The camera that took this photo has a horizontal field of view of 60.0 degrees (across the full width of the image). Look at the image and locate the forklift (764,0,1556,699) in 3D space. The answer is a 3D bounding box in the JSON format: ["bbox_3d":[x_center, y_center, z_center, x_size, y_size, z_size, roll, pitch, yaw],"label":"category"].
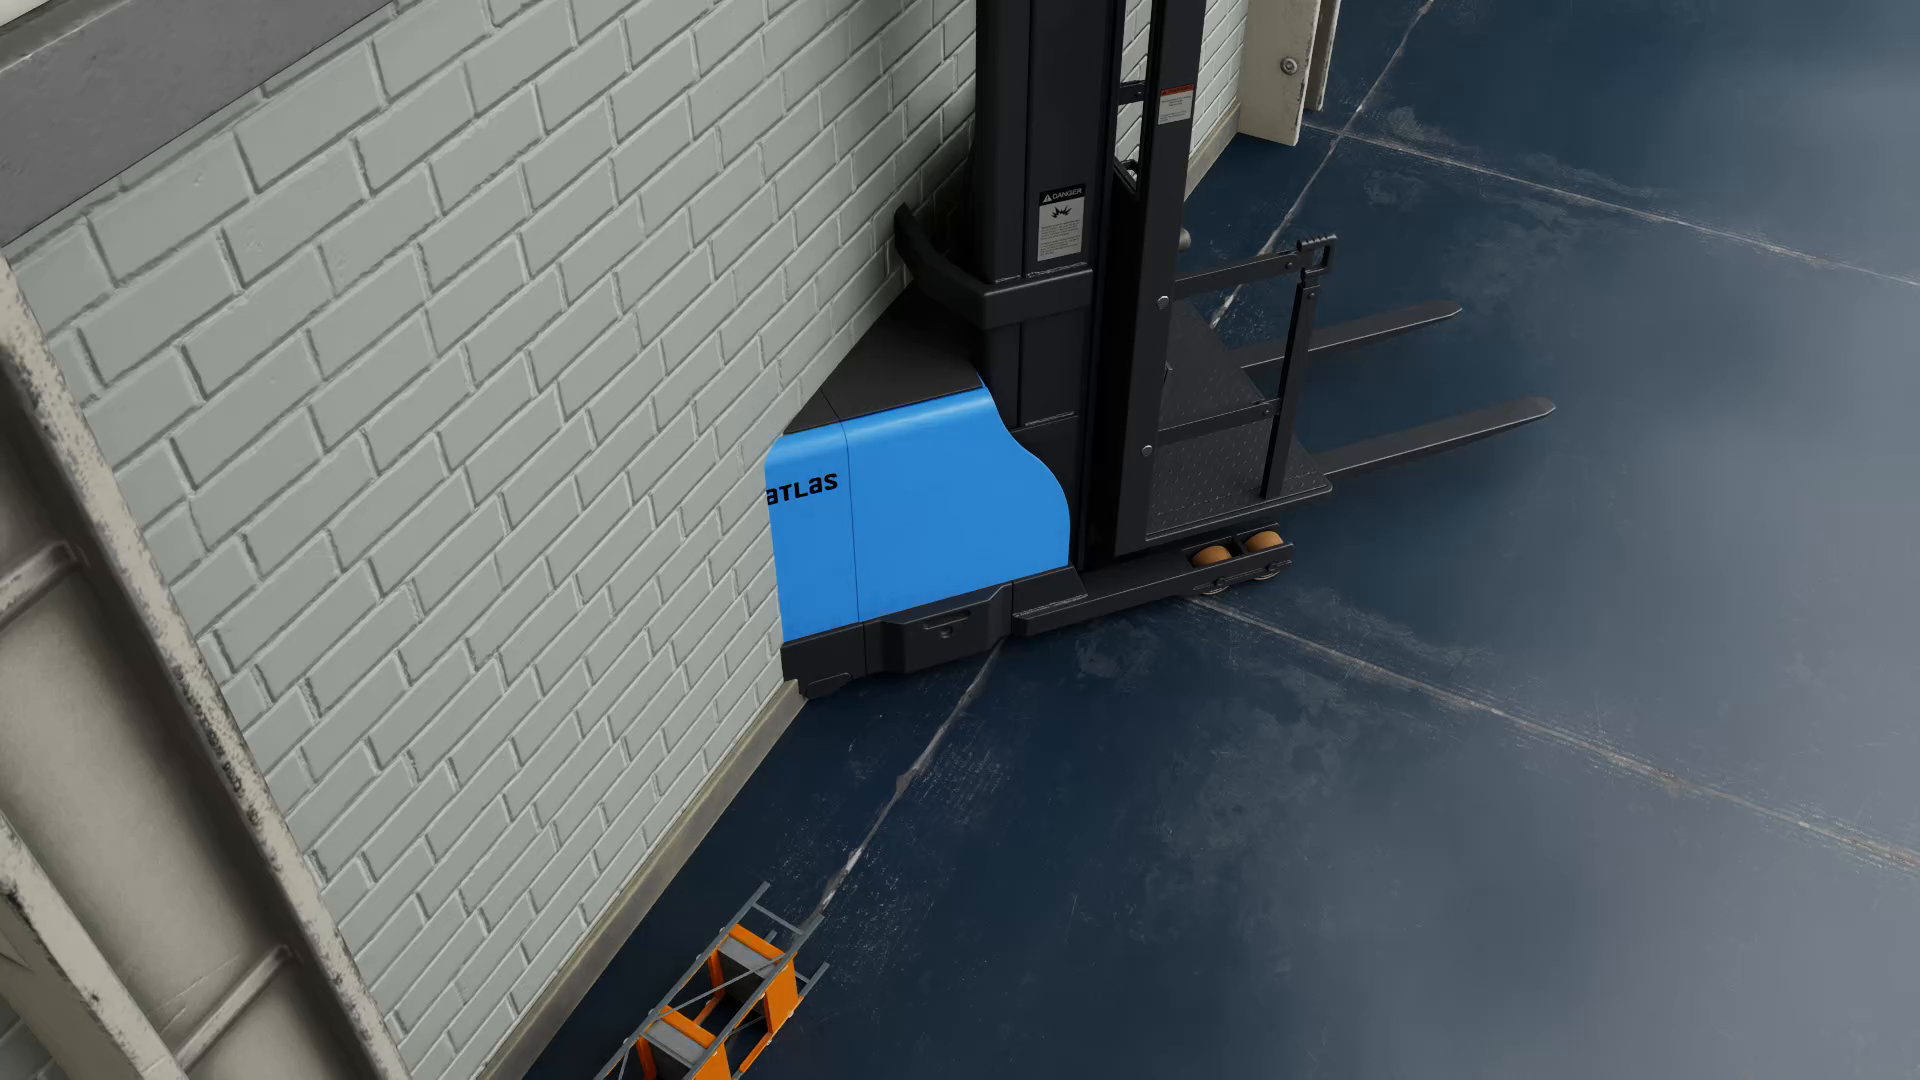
[{"bbox_3d":[0.584,-1.186,4.862,3.031,2.935,1.130,-15,47,-14],"label":"forklift"}]

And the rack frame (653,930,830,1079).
[{"bbox_3d":[-0.732,1.444,4.313,0.200,0.008,1.050,25,50,23],"label":"rack frame"}]

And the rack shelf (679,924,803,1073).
[{"bbox_3d":[-0.581,1.196,4.386,0.215,0.240,0.259,25,50,23],"label":"rack shelf"}]

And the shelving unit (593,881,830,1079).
[{"bbox_3d":[-0.732,1.358,4.226,0.215,0.252,1.050,25,50,23],"label":"shelving unit"}]

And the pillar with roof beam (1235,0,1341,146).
[{"bbox_3d":[5.275,-3.694,3.074,9.100,9.000,0.400,20,49,19],"label":"pillar with roof beam"}]

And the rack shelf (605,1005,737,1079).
[{"bbox_3d":[-0.737,1.365,4.220,0.215,0.240,0.259,25,50,23],"label":"rack shelf"}]

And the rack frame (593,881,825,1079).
[{"bbox_3d":[-0.732,1.273,4.139,0.200,0.008,1.050,25,50,23],"label":"rack frame"}]
